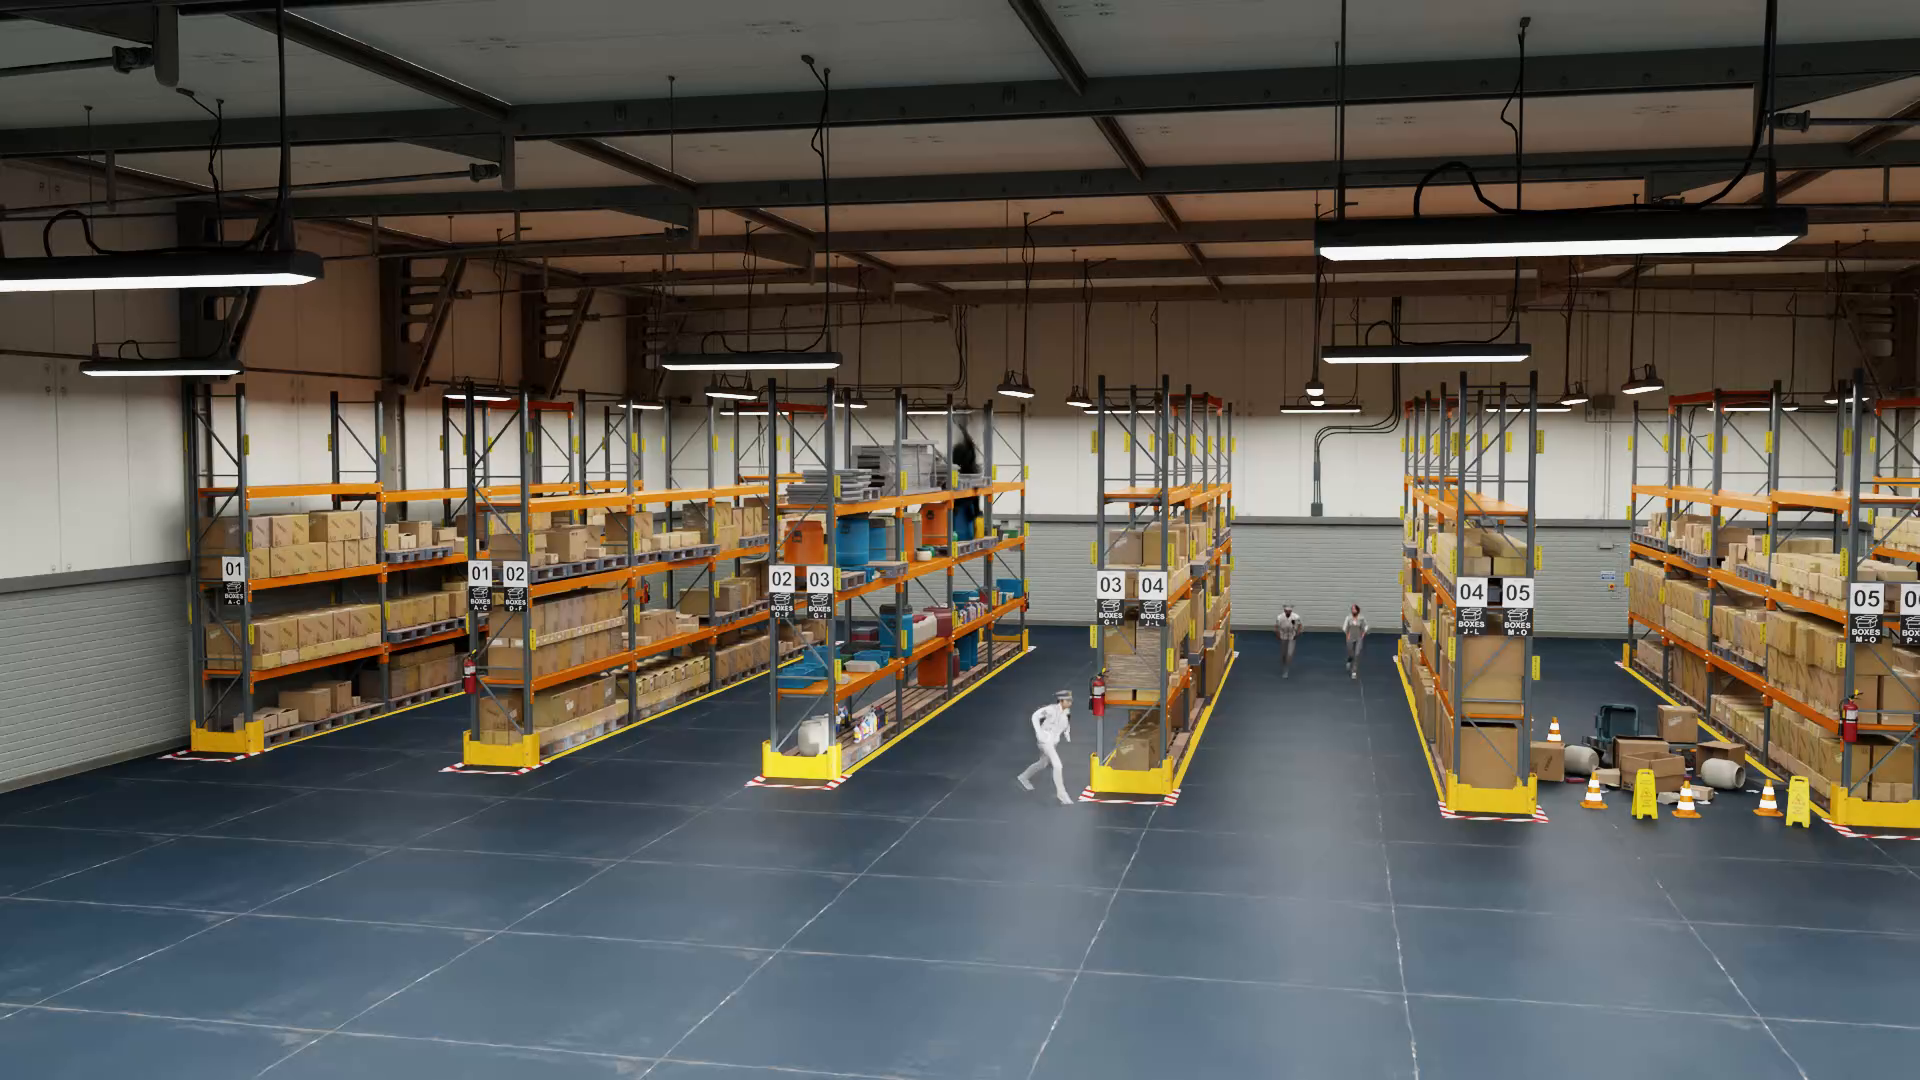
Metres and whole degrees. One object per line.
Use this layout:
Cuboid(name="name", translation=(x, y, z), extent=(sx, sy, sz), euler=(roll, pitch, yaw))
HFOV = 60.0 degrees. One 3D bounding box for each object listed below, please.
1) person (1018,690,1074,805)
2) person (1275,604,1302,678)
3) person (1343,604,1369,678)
Cuboid(name="person", translation=(1.187, 2.890, 23.417), extent=(0.980, 1.628, 0.655), euler=(3, 5, 44))
Cuboid(name="person", translation=(7.112, 2.168, 36.022), extent=(0.575, 1.629, 0.804), euler=(0, 3, 7))
Cuboid(name="person", translation=(8.556, 2.178, 35.968), extent=(0.541, 1.585, 0.645), euler=(1, 3, 13))
